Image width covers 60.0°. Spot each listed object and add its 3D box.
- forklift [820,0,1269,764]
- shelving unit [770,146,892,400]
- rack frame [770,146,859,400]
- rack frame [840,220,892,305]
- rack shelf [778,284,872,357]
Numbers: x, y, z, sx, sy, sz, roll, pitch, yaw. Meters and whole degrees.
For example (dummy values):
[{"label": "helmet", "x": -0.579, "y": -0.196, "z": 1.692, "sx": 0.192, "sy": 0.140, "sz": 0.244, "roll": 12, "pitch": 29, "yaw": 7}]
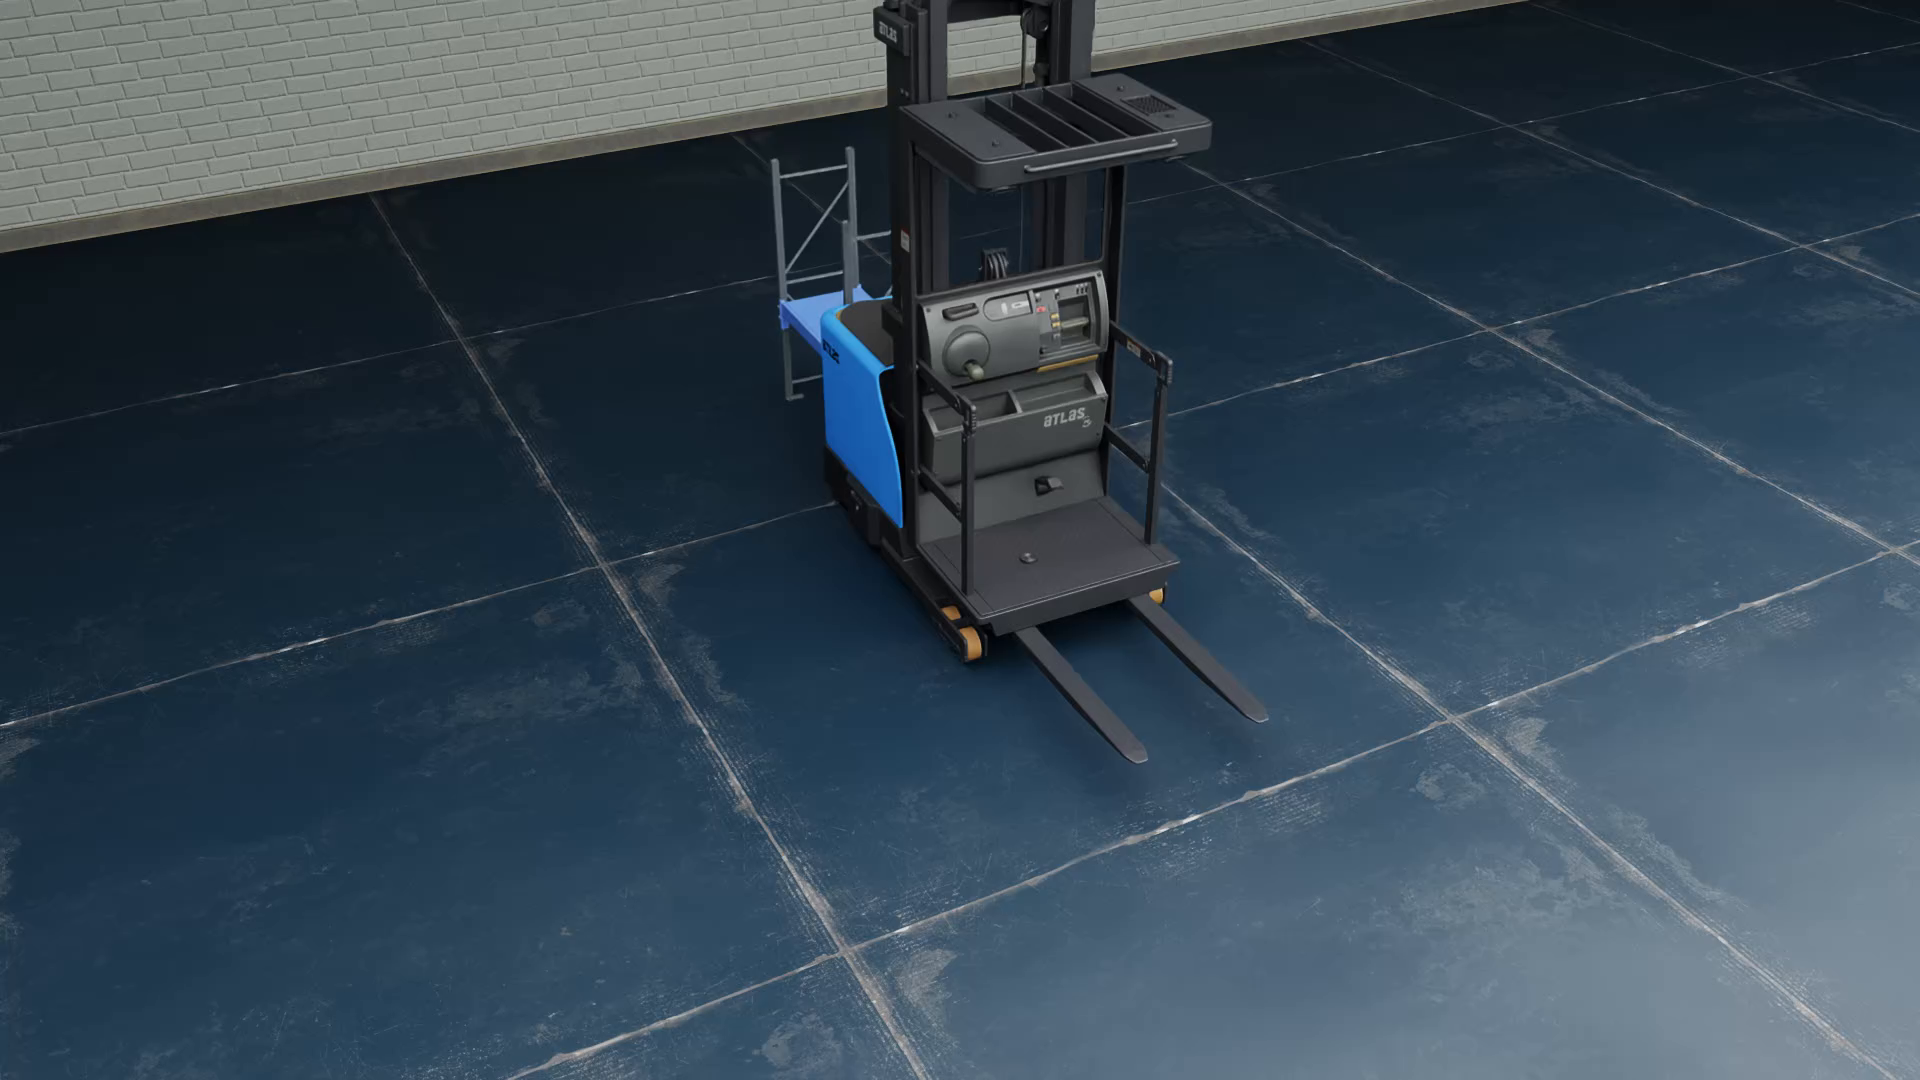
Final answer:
[{"label": "forklift", "x": 0.361, "y": -0.931, "z": 7.487, "sx": 1.130, "sy": 2.935, "sz": 3.031, "roll": -15, "pitch": 36, "yaw": -22}, {"label": "shelving unit", "x": -0.607, "y": -1.298, "z": 9.386, "sx": 0.538, "sy": 1.500, "sz": 1.048, "roll": -15, "pitch": 36, "yaw": -22}, {"label": "rack frame", "x": -0.831, "y": -1.544, "z": 9.770, "sx": 0.500, "sy": 1.500, "sz": 0.032, "roll": -15, "pitch": 36, "yaw": -22}, {"label": "rack frame", "x": -0.382, "y": -1.052, "z": 9.002, "sx": 0.500, "sy": 1.500, "sz": 0.032, "roll": -15, "pitch": 36, "yaw": -22}, {"label": "rack shelf", "x": -0.607, "y": -1.147, "z": 9.483, "sx": 0.538, "sy": 0.185, "sz": 1.000, "roll": -15, "pitch": 36, "yaw": -22}]
